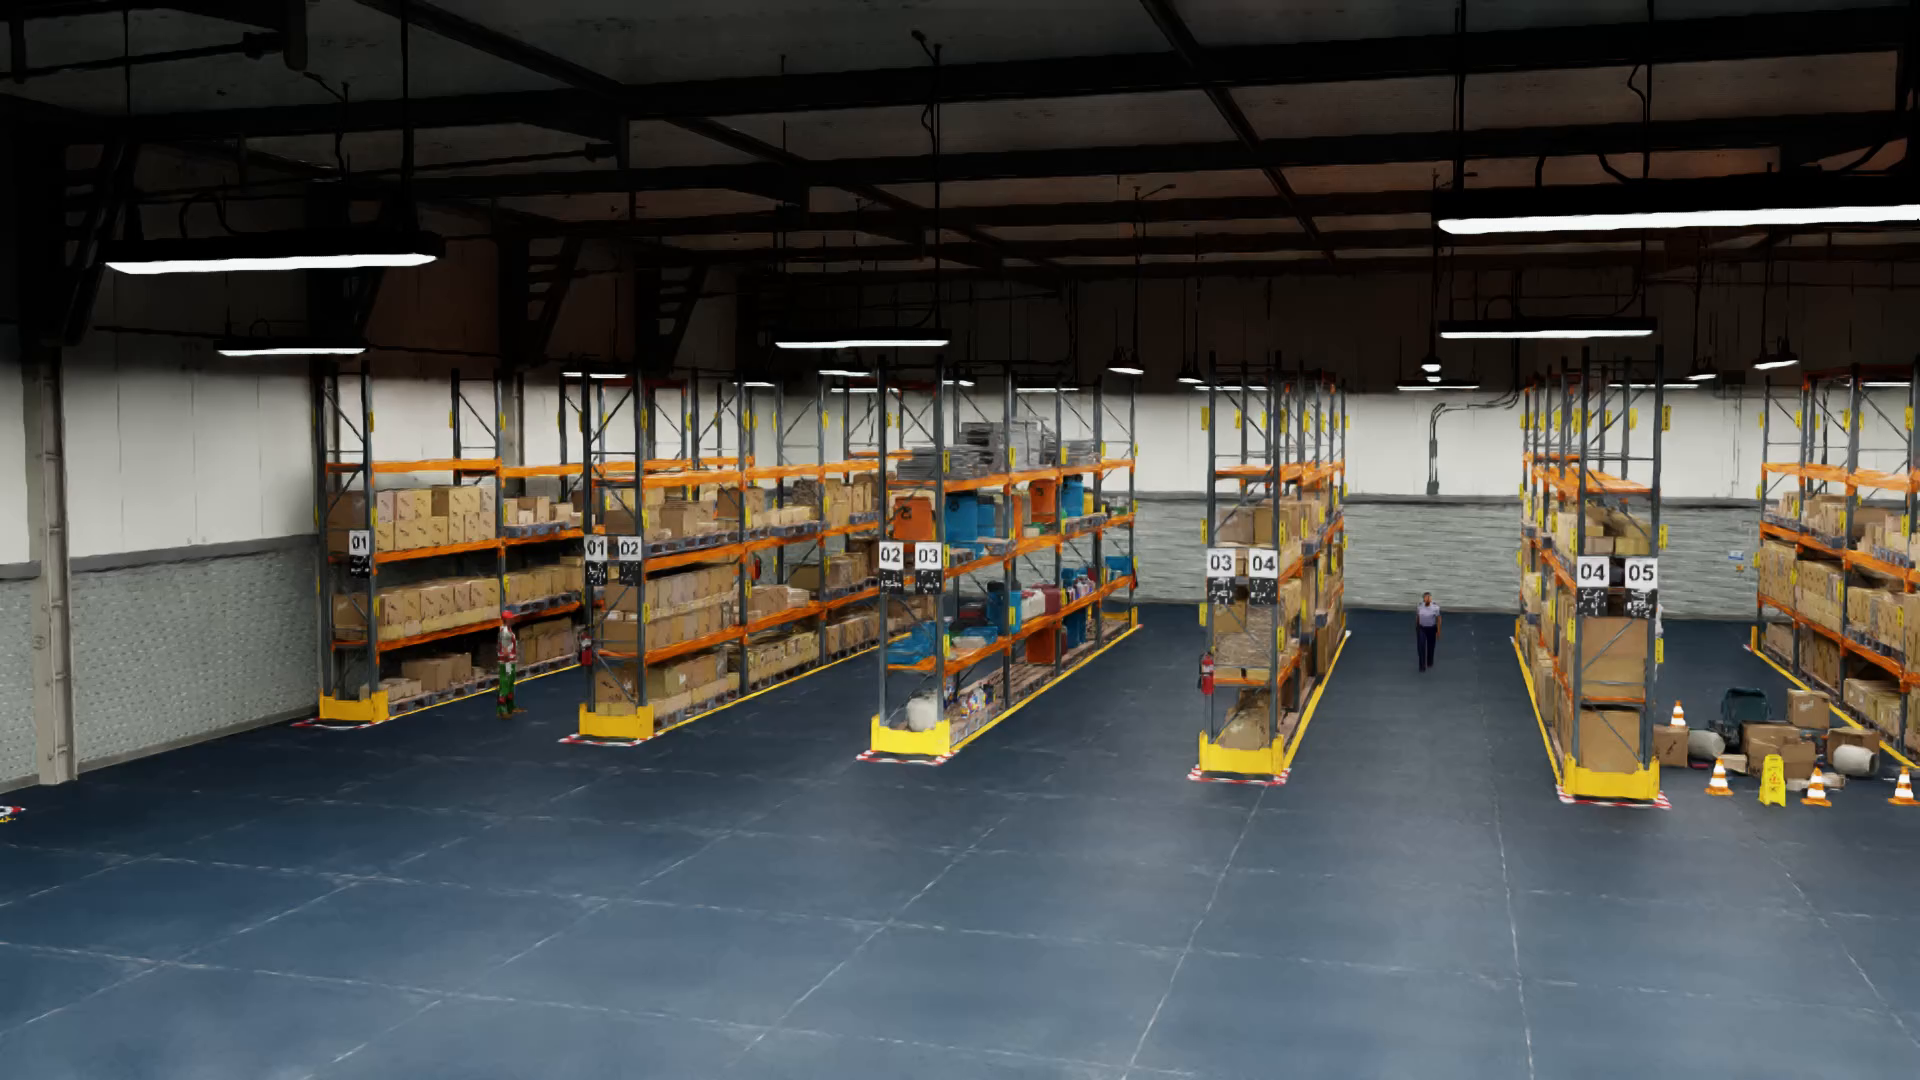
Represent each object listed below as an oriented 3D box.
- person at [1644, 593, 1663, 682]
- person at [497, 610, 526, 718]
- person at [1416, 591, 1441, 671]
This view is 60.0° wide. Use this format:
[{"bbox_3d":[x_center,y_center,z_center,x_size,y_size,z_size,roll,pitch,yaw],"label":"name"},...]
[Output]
[{"bbox_3d":[13.213,1.813,31.923,0.606,1.786,0.494,-4,6,-43],"label":"person"},{"bbox_3d":[-7.605,2.081,28.131,0.466,1.789,0.625,-1,4,-13],"label":"person"},{"bbox_3d":[9.407,1.818,33.395,0.493,1.589,1.000,1,4,15],"label":"person"}]
